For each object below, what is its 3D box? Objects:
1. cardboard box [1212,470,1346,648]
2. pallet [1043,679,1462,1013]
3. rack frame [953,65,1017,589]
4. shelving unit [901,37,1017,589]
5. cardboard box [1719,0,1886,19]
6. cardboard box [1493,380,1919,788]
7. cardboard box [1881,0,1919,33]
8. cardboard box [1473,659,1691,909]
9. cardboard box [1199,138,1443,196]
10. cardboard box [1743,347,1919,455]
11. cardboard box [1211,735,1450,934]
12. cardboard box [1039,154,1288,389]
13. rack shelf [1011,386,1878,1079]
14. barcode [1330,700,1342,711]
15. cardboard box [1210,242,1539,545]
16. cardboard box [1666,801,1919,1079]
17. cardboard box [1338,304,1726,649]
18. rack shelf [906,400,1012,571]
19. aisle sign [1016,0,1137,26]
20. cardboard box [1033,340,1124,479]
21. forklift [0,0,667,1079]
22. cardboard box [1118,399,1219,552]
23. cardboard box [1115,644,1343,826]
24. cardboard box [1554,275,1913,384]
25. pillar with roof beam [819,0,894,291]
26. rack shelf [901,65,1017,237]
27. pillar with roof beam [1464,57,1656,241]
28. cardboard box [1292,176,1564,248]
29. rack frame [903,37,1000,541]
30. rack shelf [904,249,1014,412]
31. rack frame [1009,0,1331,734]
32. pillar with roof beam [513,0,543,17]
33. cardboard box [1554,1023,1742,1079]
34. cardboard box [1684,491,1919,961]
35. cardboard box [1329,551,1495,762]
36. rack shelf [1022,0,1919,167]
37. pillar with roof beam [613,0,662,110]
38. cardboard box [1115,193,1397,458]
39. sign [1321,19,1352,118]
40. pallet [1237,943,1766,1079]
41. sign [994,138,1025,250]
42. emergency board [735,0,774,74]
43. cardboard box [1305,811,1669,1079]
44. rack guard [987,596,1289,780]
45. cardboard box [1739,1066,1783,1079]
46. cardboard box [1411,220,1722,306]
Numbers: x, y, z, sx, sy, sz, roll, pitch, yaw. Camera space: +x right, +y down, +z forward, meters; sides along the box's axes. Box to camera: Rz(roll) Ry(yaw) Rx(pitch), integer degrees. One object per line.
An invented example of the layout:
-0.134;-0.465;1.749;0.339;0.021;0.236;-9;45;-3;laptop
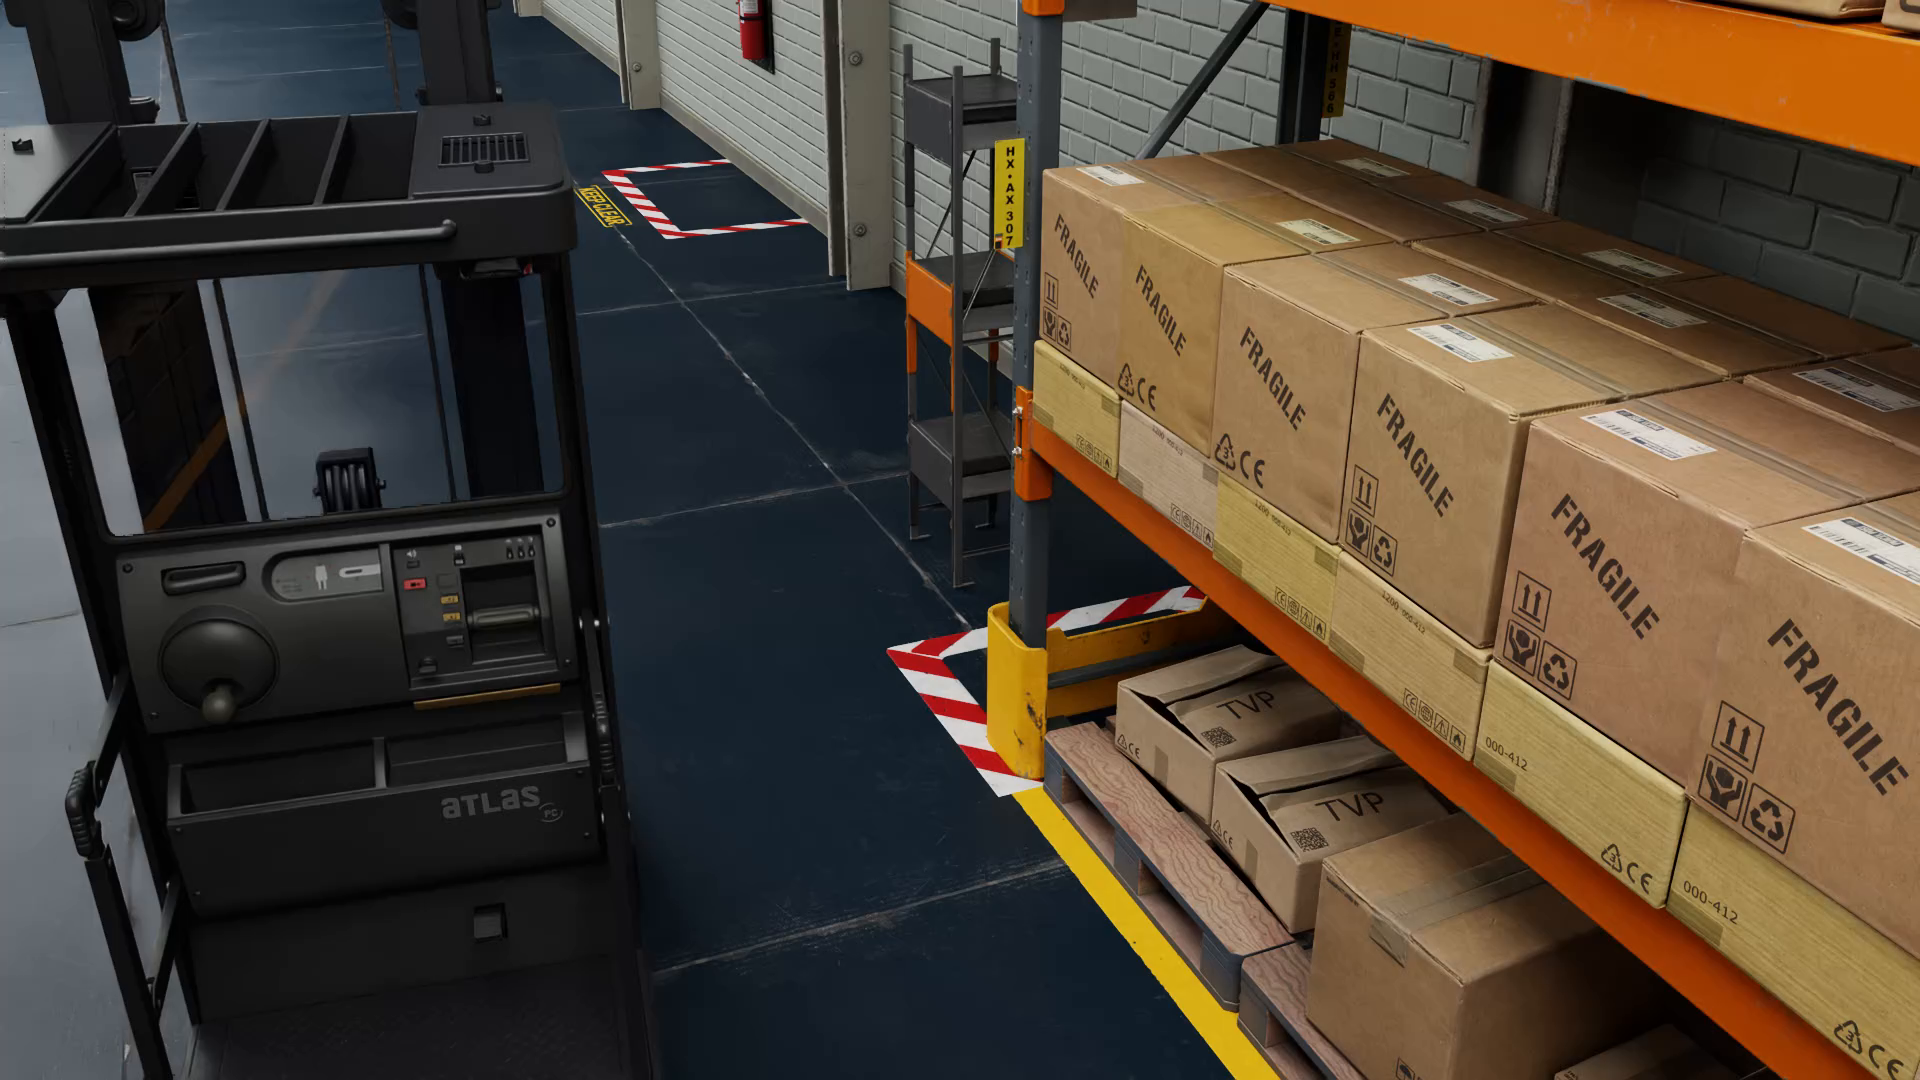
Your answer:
0.958;-0.009;3.997;0.500;0.250;0.500;-11;28;-21;cardboard box
0.964;0.885;5.196;1.003;0.211;1.213;-11;28;-21;pallet
0.160;-0.778;6.451;0.400;2.100;0.015;-11;28;-21;rack frame
0.065;-0.877;6.652;0.431;2.100;0.503;-11;28;-21;shelving unit
1.352;-1.105;2.538;0.500;0.500;0.500;-12;28;-23;cardboard box
1.358;0.060;3.001;0.500;0.500;0.500;-11;28;-22;cardboard box
1.604;-0.887;2.093;0.500;0.500;0.500;-13;29;-25;cardboard box
1.352;0.399;3.163;0.500;0.250;0.500;-11;28;-21;cardboard box
1.029;-0.857;4.881;0.500;0.500;0.500;-11;28;-21;cardboard box
1.834;-0.034;3.193;0.500;0.500;0.500;-10;28;-19;cardboard box
1.060;0.803;4.750;0.500;0.311;0.500;-8;27;-16;cardboard box
0.559;-0.767;4.695;0.500;0.500;0.500;-11;28;-21;cardboard box
1.432;0.398;3.836;1.077;0.370;4.000;-11;28;-21;rack shelf
1.212;0.507;5.345;0.001;0.075;0.075;-11;28;-21;barcode
0.940;-0.356;3.854;0.500;0.500;0.500;-12;28;-22;cardboard box
1.563;0.599;2.753;0.500;0.250;0.500;-10;28;-20;cardboard box
1.153;-0.150;3.431;0.500;0.500;0.500;-10;28;-19;cardboard box
0.065;-0.235;6.966;0.431;0.518;0.480;-11;28;-21;rack shelf
0.345;-1.878;4.715;0.394;0.787;0.004;-11;28;-21;aisle sign
0.548;-0.423;4.845;0.500;0.250;0.500;-11;28;-22;cardboard box
-1.286;0.206;3.488;1.130;2.935;3.031;-7;27;-13;forklift
0.764;-0.215;4.421;0.500;0.250;0.500;-11;28;-22;cardboard box
0.837;0.573;5.221;0.500;0.311;0.500;-14;29;-26;cardboard box
1.621;-0.241;3.619;0.500;0.500;0.500;-10;28;-20;cardboard box
-4.592;-4.977;7.187;9.100;9.000;0.400;-11;28;-21;pillar with roof beam
0.065;-1.493;6.351;0.431;0.518;0.480;-11;28;-21;rack shelf
-2.242;-2.555;2.226;9.100;9.000;0.400;-11;28;-21;pillar with roof beam
1.217;-0.653;4.461;0.500;0.500;0.500;-10;28;-20;cardboard box
-0.031;-0.975;6.854;0.400;2.100;0.015;-11;28;-21;rack frame
0.065;-0.864;6.658;0.431;0.518;0.480;-11;28;-21;rack shelf
0.649;-0.733;5.332;1.000;3.000;0.127;-11;28;-21;rack frame
-9.291;-9.821;17.109;9.100;9.000;0.400;-11;28;-21;pillar with roof beam
1.607;1.316;3.883;0.380;0.149;0.250;-13;29;-25;cardboard box
1.545;0.265;2.581;0.500;0.500;0.500;-11;28;-21;cardboard box
1.154;0.196;3.579;0.500;0.250;0.500;-10;28;-20;cardboard box
1.432;-0.950;3.178;1.077;0.370;4.000;-11;28;-21;rack shelf
-6.942;-7.399;12.148;9.100;9.000;0.400;-11;28;-21;pillar with roof beam
0.744;-0.566;4.283;0.500;0.500;0.500;-10;28;-20;cardboard box
1.167;-1.482;5.187;0.100;0.325;0.005;-11;28;-21;sign
1.438;1.377;4.189;1.003;0.211;1.213;-11;28;-21;pallet
0.150;-1.028;4.951;0.100;0.325;0.005;-11;28;-21;sign
-1.563;-4.025;12.075;0.194;1.169;0.643;-11;28;-21;emergency board
1.302;1.023;4.084;0.700;0.500;0.500;-12;29;-24;cardboard box
0.679;0.421;5.817;1.175;0.500;0.348;-11;28;-21;rack guard
1.772;1.396;3.320;0.500;0.500;0.500;-13;29;-24;cardboard box
1.424;-0.445;4.035;0.500;0.500;0.500;-11;28;-22;cardboard box
